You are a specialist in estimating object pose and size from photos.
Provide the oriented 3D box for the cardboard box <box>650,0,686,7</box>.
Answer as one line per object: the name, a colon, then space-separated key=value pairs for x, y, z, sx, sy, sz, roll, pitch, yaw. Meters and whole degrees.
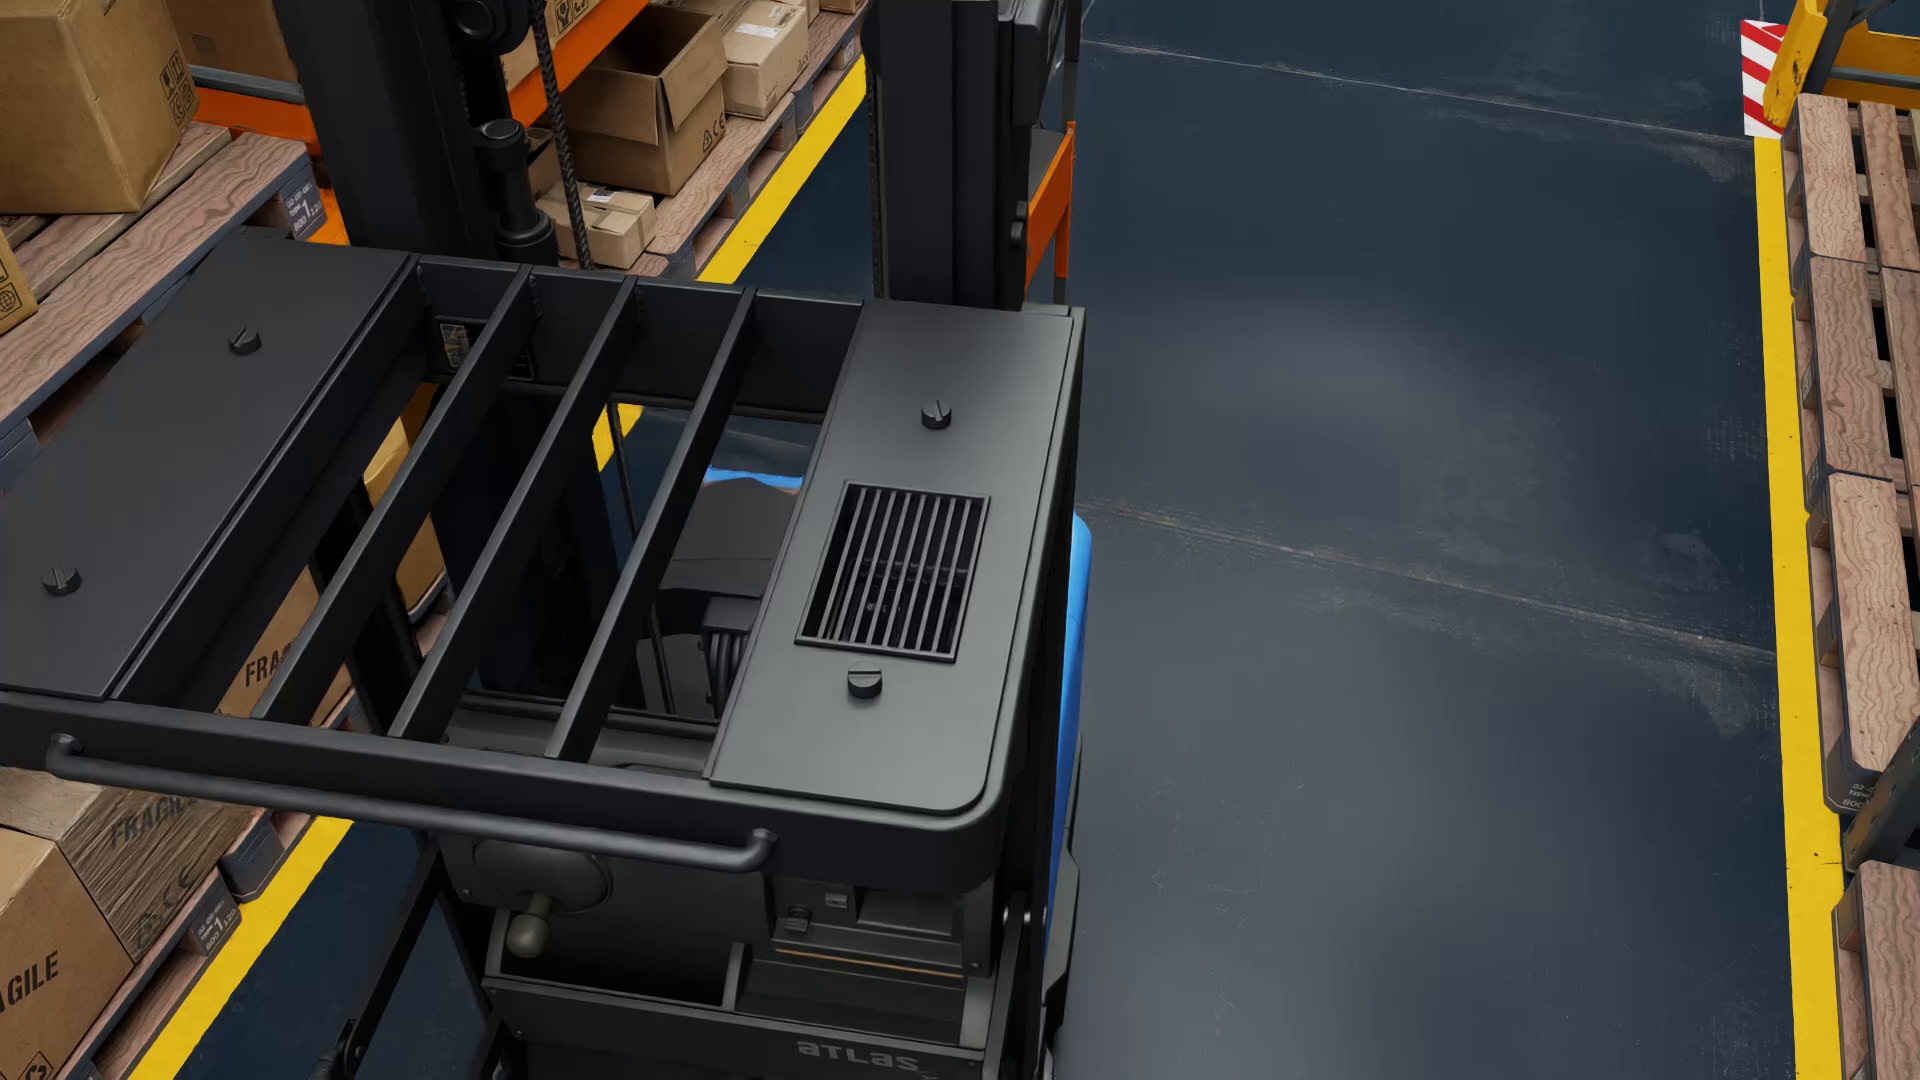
cardboard box: x=-1.434 y=-2.057 z=6.859 sx=0.500 sy=0.250 sz=0.500 roll=13 pitch=46 yaw=13

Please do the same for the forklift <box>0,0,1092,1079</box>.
forklift: x=-0.433 y=0.607 z=2.534 sx=1.130 sy=2.935 sz=3.031 roll=7 pitch=45 yaw=7

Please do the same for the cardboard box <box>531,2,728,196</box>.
cardboard box: x=-1.343 y=-1.703 z=6.316 sx=0.797 sy=0.503 sz=0.637 roll=13 pitch=46 yaw=13

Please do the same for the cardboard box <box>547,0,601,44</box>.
cardboard box: x=-1.341 y=-1.845 z=4.919 sx=0.500 sy=0.500 sz=0.500 roll=13 pitch=46 yaw=13

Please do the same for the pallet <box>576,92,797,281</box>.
pallet: x=-1.331 y=-1.462 z=6.593 sx=1.003 sy=0.211 sz=1.213 roll=13 pitch=46 yaw=13

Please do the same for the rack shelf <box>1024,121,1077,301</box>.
rack shelf: x=0.050 y=-0.851 z=4.638 sx=0.431 sy=0.518 sz=0.480 roll=13 pitch=46 yaw=13

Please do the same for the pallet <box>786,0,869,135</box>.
pallet: x=-0.960 y=-2.272 z=7.421 sx=1.003 sy=0.211 sz=1.213 roll=13 pitch=46 yaw=13

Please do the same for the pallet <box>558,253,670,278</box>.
pallet: x=-1.698 y=-0.646 z=5.759 sx=1.003 sy=0.211 sz=1.213 roll=13 pitch=46 yaw=13

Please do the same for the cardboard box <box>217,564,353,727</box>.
cardboard box: x=-1.941 y=0.268 z=4.304 sx=0.500 sy=0.500 sz=0.500 roll=13 pitch=46 yaw=13

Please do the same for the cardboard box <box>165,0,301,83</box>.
cardboard box: x=-2.000 y=-1.608 z=4.677 sx=0.500 sy=0.500 sz=0.500 roll=13 pitch=46 yaw=13

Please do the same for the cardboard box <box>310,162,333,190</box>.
cardboard box: x=-2.005 y=-0.889 z=5.486 sx=0.500 sy=0.500 sz=0.500 roll=13 pitch=46 yaw=13

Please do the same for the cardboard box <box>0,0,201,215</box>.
cardboard box: x=-2.264 y=-1.102 z=3.860 sx=0.700 sy=0.500 sz=0.500 roll=-1 pitch=44 yaw=-1

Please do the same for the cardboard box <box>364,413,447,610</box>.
cardboard box: x=-1.784 y=-0.059 z=4.639 sx=0.500 sy=0.500 sz=0.500 roll=12 pitch=46 yaw=12

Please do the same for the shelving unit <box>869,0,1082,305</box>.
shelving unit: x=0.050 y=-0.861 z=4.628 sx=0.431 sy=2.100 sz=0.503 roll=13 pitch=46 yaw=13

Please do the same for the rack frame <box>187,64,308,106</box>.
rack frame: x=-1.907 y=-1.185 z=4.316 sx=1.000 sy=3.000 sz=0.127 roll=13 pitch=46 yaw=13

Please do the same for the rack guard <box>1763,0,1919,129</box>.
rack guard: x=4.019 y=-1.925 z=6.860 sx=1.175 sy=0.500 sz=0.348 roll=13 pitch=46 yaw=13

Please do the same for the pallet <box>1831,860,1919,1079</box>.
pallet: x=2.539 y=1.369 z=3.700 sx=1.003 sy=0.211 sz=1.213 roll=13 pitch=46 yaw=13

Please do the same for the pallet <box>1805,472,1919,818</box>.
pallet: x=2.998 y=0.365 z=4.726 sx=1.003 sy=0.211 sz=1.213 roll=13 pitch=46 yaw=13

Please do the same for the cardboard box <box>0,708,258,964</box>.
cardboard box: x=-2.094 y=0.603 z=3.962 sx=0.500 sy=0.500 sz=0.500 roll=13 pitch=46 yaw=13

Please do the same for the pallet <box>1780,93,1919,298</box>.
pallet: x=3.737 y=-1.262 z=6.388 sx=1.003 sy=0.211 sz=1.213 roll=13 pitch=46 yaw=13

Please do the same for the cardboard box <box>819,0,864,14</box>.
cardboard box: x=-0.626 y=-2.701 z=7.338 sx=0.500 sy=0.500 sz=0.500 roll=13 pitch=46 yaw=13

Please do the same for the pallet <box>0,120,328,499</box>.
pallet: x=-2.253 y=-0.607 z=3.863 sx=1.003 sy=0.211 sz=1.213 roll=13 pitch=46 yaw=13

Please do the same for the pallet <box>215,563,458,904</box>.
pallet: x=-2.118 y=0.362 z=4.729 sx=1.003 sy=0.211 sz=1.213 roll=13 pitch=46 yaw=13

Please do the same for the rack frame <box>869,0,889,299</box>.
rack frame: x=-0.024 y=-0.698 z=4.462 sx=0.400 sy=2.100 sz=0.015 roll=13 pitch=46 yaw=13

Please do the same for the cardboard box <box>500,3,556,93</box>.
cardboard box: x=-1.493 y=-1.503 z=4.570 sx=0.500 sy=0.500 sz=0.500 roll=14 pitch=46 yaw=14

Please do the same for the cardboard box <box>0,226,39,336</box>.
cardboard box: x=-2.412 y=-0.631 z=3.378 sx=0.700 sy=0.500 sz=0.500 roll=19 pitch=48 yaw=19

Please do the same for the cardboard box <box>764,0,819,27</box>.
cardboard box: x=-0.834 y=-2.330 z=7.198 sx=0.380 sy=0.166 sz=0.250 roll=13 pitch=46 yaw=13

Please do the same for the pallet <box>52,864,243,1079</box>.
pallet: x=-2.485 y=1.178 z=3.896 sx=1.003 sy=0.211 sz=1.213 roll=13 pitch=46 yaw=13

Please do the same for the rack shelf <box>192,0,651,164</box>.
rack shelf: x=-1.302 y=-2.261 z=5.930 sx=1.077 sy=0.370 sz=4.000 roll=13 pitch=46 yaw=13

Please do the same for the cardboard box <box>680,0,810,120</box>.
cardboard box: x=-0.942 y=-1.984 z=6.785 sx=0.500 sy=0.250 sz=0.500 roll=13 pitch=46 yaw=13

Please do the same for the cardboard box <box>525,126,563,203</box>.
cardboard box: x=-1.778 y=-1.321 z=6.063 sx=0.500 sy=0.311 sz=0.500 roll=13 pitch=46 yaw=13

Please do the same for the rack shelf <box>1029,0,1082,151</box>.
rack shelf: x=0.050 y=-1.351 z=4.148 sx=0.431 sy=0.518 sz=0.480 roll=13 pitch=46 yaw=13

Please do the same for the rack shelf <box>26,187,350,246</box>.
rack shelf: x=-2.513 y=0.405 z=3.206 sx=1.077 sy=0.370 sz=4.000 roll=13 pitch=46 yaw=13

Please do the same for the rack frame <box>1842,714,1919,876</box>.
rack frame: x=2.812 y=-0.133 z=3.242 sx=1.000 sy=3.000 sz=0.127 roll=13 pitch=46 yaw=13

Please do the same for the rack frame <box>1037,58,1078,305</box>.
rack frame: x=0.124 y=-1.023 z=4.795 sx=0.400 sy=2.100 sz=0.015 roll=13 pitch=46 yaw=13

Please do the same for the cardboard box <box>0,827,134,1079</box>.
cardboard box: x=-2.245 y=0.942 z=3.615 sx=0.500 sy=0.500 sz=0.500 roll=11 pitch=45 yaw=11

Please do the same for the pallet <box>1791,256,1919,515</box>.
pallet: x=3.366 y=-0.451 z=5.560 sx=1.003 sy=0.211 sz=1.213 roll=13 pitch=46 yaw=13

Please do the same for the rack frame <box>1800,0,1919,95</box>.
rack frame: x=4.024 y=-2.800 z=5.966 sx=1.000 sy=3.000 sz=0.127 roll=13 pitch=46 yaw=13

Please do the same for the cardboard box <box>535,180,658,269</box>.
cardboard box: x=-1.322 y=-1.142 z=5.984 sx=0.380 sy=0.166 sz=0.250 roll=13 pitch=46 yaw=13
